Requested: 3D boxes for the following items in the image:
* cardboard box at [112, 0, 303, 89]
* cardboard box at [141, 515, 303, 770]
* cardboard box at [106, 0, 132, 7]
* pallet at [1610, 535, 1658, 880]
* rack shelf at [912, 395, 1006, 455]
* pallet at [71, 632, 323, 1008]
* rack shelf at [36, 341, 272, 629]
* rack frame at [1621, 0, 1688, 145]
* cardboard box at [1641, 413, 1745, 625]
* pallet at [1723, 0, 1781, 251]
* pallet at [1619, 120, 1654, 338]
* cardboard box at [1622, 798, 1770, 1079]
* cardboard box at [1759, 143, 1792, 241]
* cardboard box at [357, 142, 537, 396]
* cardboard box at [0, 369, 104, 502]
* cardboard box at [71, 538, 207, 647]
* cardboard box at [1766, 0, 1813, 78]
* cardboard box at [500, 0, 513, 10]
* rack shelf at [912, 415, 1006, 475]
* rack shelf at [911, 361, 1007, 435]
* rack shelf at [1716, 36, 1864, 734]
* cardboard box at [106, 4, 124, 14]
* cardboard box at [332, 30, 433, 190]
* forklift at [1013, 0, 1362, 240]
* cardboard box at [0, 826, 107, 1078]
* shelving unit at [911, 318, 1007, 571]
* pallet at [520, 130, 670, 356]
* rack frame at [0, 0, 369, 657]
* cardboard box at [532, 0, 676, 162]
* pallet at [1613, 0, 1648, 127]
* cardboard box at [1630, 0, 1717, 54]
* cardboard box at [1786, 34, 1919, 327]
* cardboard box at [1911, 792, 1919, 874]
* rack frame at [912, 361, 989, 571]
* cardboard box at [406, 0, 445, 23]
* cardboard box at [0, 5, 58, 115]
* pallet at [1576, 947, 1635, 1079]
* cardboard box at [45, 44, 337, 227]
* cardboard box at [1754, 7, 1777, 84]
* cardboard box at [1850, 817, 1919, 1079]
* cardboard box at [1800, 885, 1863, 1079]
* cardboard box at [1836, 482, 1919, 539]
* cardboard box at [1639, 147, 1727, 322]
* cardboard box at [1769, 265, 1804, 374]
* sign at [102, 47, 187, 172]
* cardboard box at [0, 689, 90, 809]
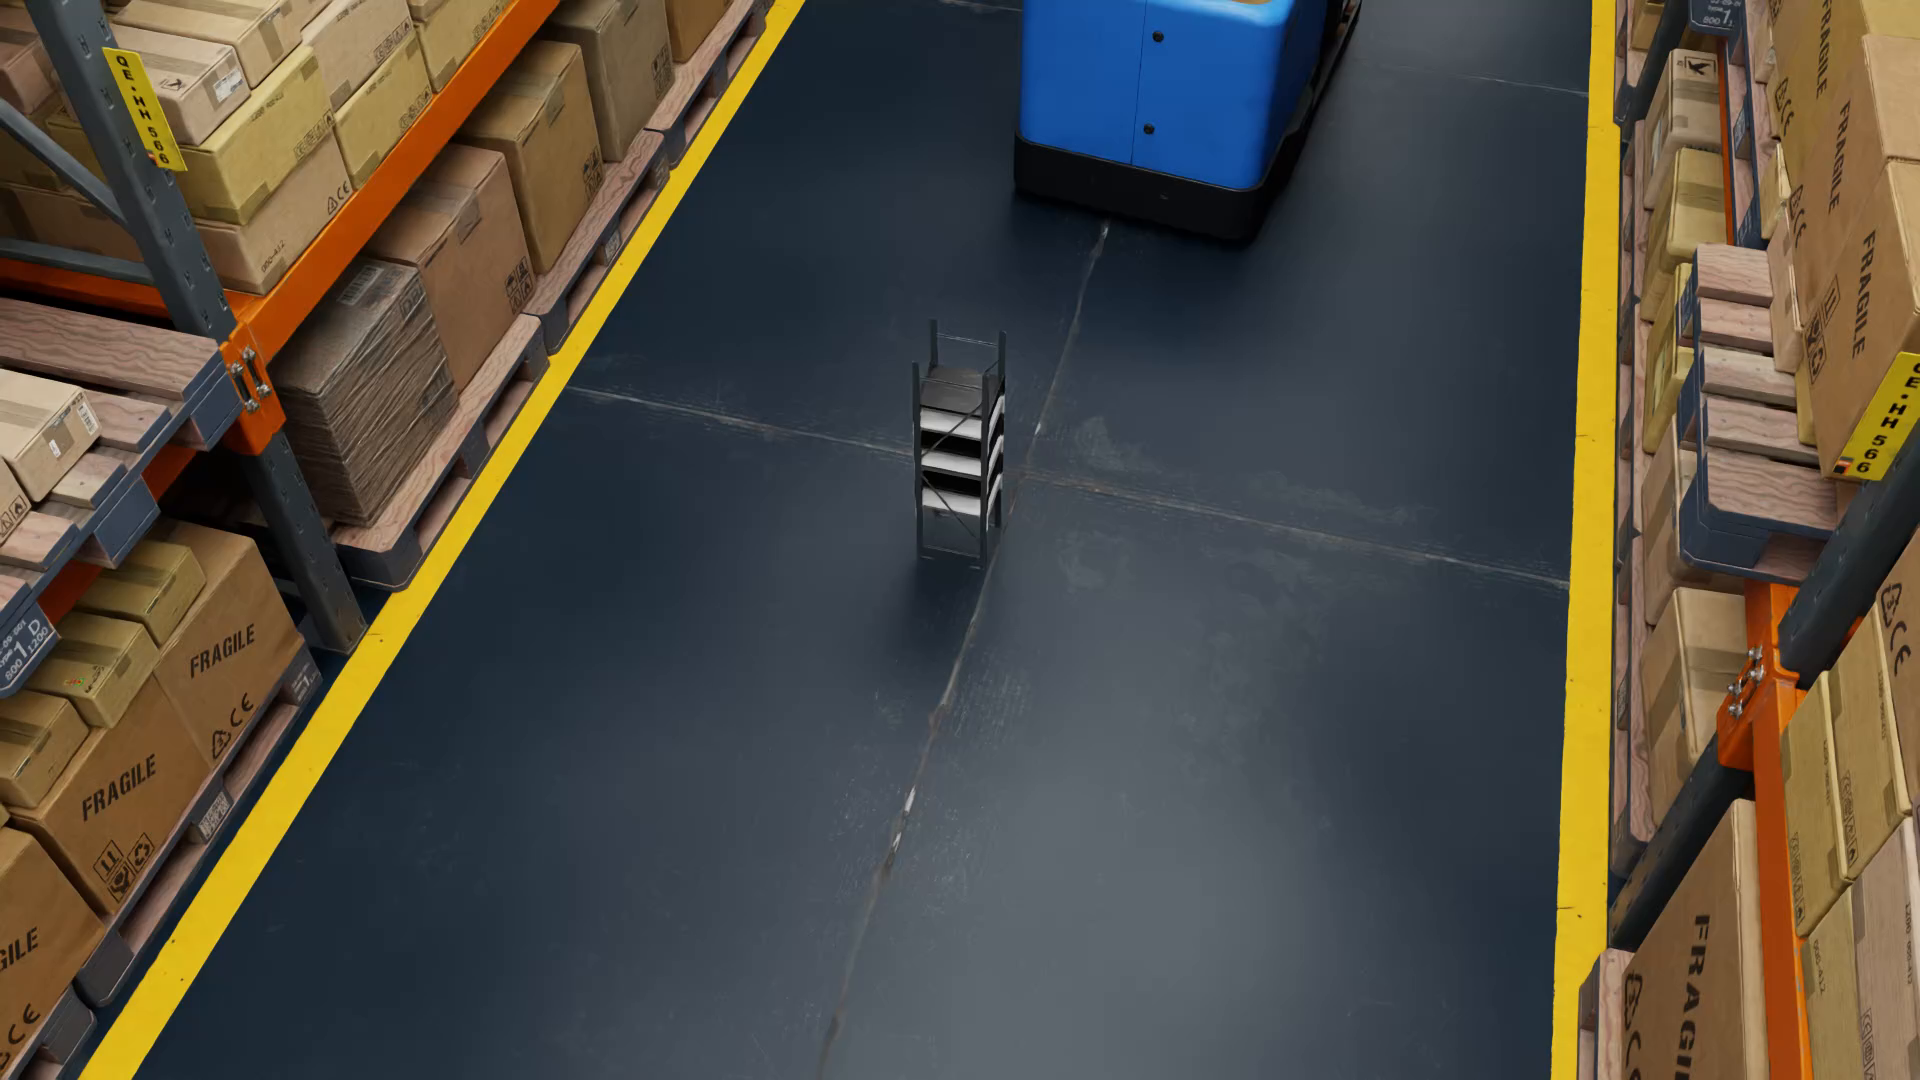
[{"bbox_3d":[-2.013,-1.369,4.458,0.380,0.149,0.250,13,50,11],"label":"cardboard box"},{"bbox_3d":[-2.354,0.281,4.888,0.500,0.500,0.500,13,50,11],"label":"cardboard box"},{"bbox_3d":[-2.471,-1.665,4.719,0.380,0.149,0.250,12,50,10],"label":"cardboard box"},{"bbox_3d":[2.547,0.579,5.098,1.003,0.211,1.213,12,50,10],"label":"pallet"},{"bbox_3d":[-0.002,-0.389,5.297,0.258,0.077,0.200,12,50,10],"label":"rack shelf"},{"bbox_3d":[-2.683,0.700,4.991,1.003,0.211,1.213,12,50,10],"label":"pallet"},{"bbox_3d":[-2.976,0.929,3.409,1.077,0.370,4.000,12,50,10],"label":"rack shelf"},{"bbox_3d":[3.393,-2.672,6.107,1.000,3.000,0.127,12,50,10],"label":"rack frame"},{"bbox_3d":[2.685,0.010,5.213,0.950,0.372,0.625,11,49,9],"label":"cardboard box"},{"bbox_3d":[2.821,-1.155,4.897,1.003,0.211,1.213,12,50,10],"label":"pallet"},{"bbox_3d":[3.189,-1.186,6.656,1.003,0.211,1.213,12,50,10],"label":"pallet"},{"bbox_3d":[2.078,1.269,3.766,0.875,0.875,0.875,11,50,10],"label":"cardboard box"},{"bbox_3d":[2.356,-0.899,4.431,0.380,0.149,0.250,12,50,11],"label":"cardboard box"},{"bbox_3d":[-2.108,-1.031,5.963,0.875,0.625,0.625,13,50,11],"label":"cardboard box"},{"bbox_3d":[-2.252,-0.260,3.866,0.380,0.149,0.250,12,50,11],"label":"cardboard box"},{"bbox_3d":[-2.335,0.126,4.593,0.380,0.149,0.250,9,49,8],"label":"cardboard box"},{"bbox_3d":[2.593,-1.569,4.589,0.500,0.500,0.500,10,49,8],"label":"cardboard box"},{"bbox_3d":[-1.693,-2.090,5.694,0.500,0.250,0.500,13,50,11],"label":"cardboard box"},{"bbox_3d":[-0.002,-0.329,5.365,0.258,0.077,0.200,12,50,10],"label":"rack shelf"},{"bbox_3d":[-0.002,-0.449,5.230,0.258,0.077,0.200,12,50,10],"label":"rack shelf"},{"bbox_3d":[2.866,-0.987,5.100,1.077,0.370,4.000,12,50,10],"label":"rack shelf"},{"bbox_3d":[-2.467,-1.621,4.947,0.500,0.250,0.500,12,50,10],"label":"cardboard box"},{"bbox_3d":[-1.960,-1.341,5.033,0.500,0.250,0.500,11,49,9],"label":"cardboard box"},{"bbox_3d":[1.240,-3.312,6.718,1.130,2.935,3.031,17,51,14],"label":"forklift"},{"bbox_3d":[-2.631,1.020,4.236,0.500,0.500,0.500,14,50,12],"label":"cardboard box"},{"bbox_3d":[-0.002,-0.292,5.407,0.258,0.900,0.210,12,50,10],"label":"shelving unit"},{"bbox_3d":[-1.872,-1.300,6.756,1.003,0.211,1.213,12,50,10],"label":"pallet"},{"bbox_3d":[-2.450,-0.755,4.416,1.000,3.000,0.127,12,50,10],"label":"rack frame"},{"bbox_3d":[-1.735,-2.062,6.873,0.875,0.625,0.625,11,50,10],"label":"cardboard box"},{"bbox_3d":[3.535,-2.242,7.588,1.003,0.211,1.213,12,50,10],"label":"pallet"},{"bbox_3d":[3.289,-2.381,7.405,0.500,0.250,0.500,14,50,12],"label":"cardboard box"},{"bbox_3d":[2.317,-0.809,3.918,0.500,0.500,0.500,11,49,9],"label":"cardboard box"},{"bbox_3d":[1.853,0.527,2.551,0.500,0.500,0.500,12,50,10],"label":"cardboard box"},{"bbox_3d":[-0.029,-0.218,5.343,0.240,0.900,0.006,12,50,10],"label":"rack frame"},{"bbox_3d":[-1.809,-1.881,5.176,0.500,0.250,0.500,10,49,9],"label":"cardboard box"},{"bbox_3d":[-2.559,-1.278,4.378,0.380,0.149,0.250,13,50,11],"label":"cardboard box"},{"bbox_3d":[2.060,1.700,4.109,1.003,0.211,1.213,12,50,10],"label":"pallet"},{"bbox_3d":[-2.073,-1.139,4.521,0.500,0.250,0.500,12,50,10],"label":"cardboard box"},{"bbox_3d":[2.573,-1.453,4.919,0.380,0.149,0.250,13,50,11],"label":"cardboard box"},{"bbox_3d":[1.831,0.797,2.812,0.500,0.250,0.500,13,50,11],"label":"cardboard box"},{"bbox_3d":[1.850,0.950,3.011,0.500,0.250,0.500,10,49,9],"label":"cardboard box"},{"bbox_3d":[2.199,-0.118,3.741,0.380,0.149,0.250,13,50,11],"label":"cardboard box"},{"bbox_3d":[3.071,-1.041,6.140,0.950,0.372,0.625,14,50,12],"label":"cardboard box"},{"bbox_3d":[2.223,-0.517,4.093,0.380,0.149,0.250,11,50,10],"label":"cardboard box"},{"bbox_3d":[-1.924,-1.012,3.923,0.100,0.325,0.005,12,50,10],"label":"sign"},{"bbox_3d":[-2.489,0.511,4.253,0.380,0.149,0.250,10,49,9],"label":"cardboard box"}]
